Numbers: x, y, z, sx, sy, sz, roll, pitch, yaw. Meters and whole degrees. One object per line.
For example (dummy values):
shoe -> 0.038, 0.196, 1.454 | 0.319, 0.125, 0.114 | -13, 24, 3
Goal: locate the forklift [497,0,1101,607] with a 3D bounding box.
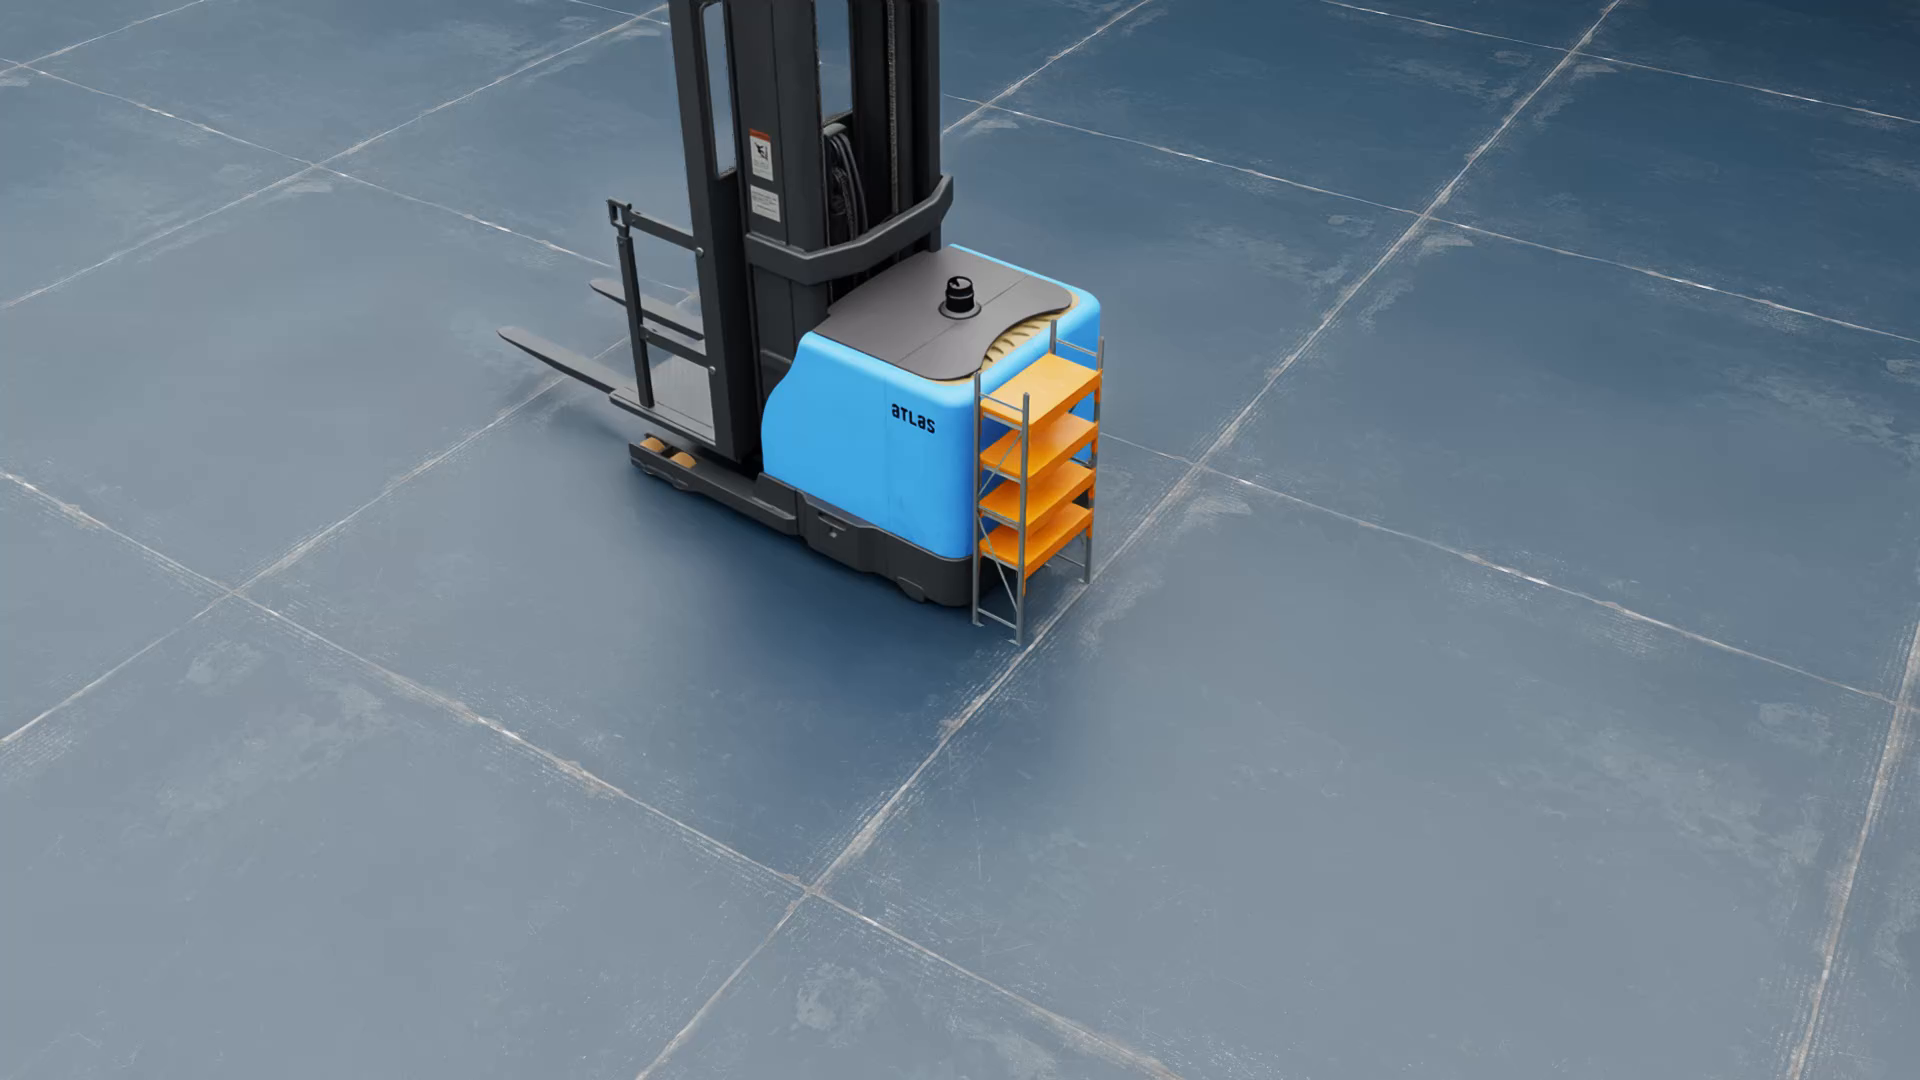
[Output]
forklift -> -0.888, -1.621, 6.952 | 3.031, 2.935, 1.130 | 25, 44, 29

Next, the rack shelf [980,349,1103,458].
rack shelf -> 0.299, -0.522, 6.301 | 0.258, 0.148, 0.480 | 25, 44, 29

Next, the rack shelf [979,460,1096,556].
rack shelf -> 0.299, -0.158, 6.582 | 0.258, 0.148, 0.480 | 25, 44, 29

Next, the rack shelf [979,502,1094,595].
rack shelf -> 0.299, -0.001, 6.704 | 0.258, 0.148, 0.480 | 25, 44, 29

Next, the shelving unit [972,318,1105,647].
shelving unit -> 0.299, -0.211, 6.541 | 0.258, 1.200, 0.503 | 25, 44, 29

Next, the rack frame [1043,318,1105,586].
rack frame -> 0.447, -0.330, 6.695 | 0.240, 1.200, 0.015 | 25, 44, 29

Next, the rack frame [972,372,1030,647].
rack frame -> 0.151, -0.093, 6.388 | 0.240, 1.200, 0.015 | 25, 44, 29

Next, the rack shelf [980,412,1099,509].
rack shelf -> 0.299, -0.335, 6.446 | 0.258, 0.148, 0.480 | 25, 44, 29
